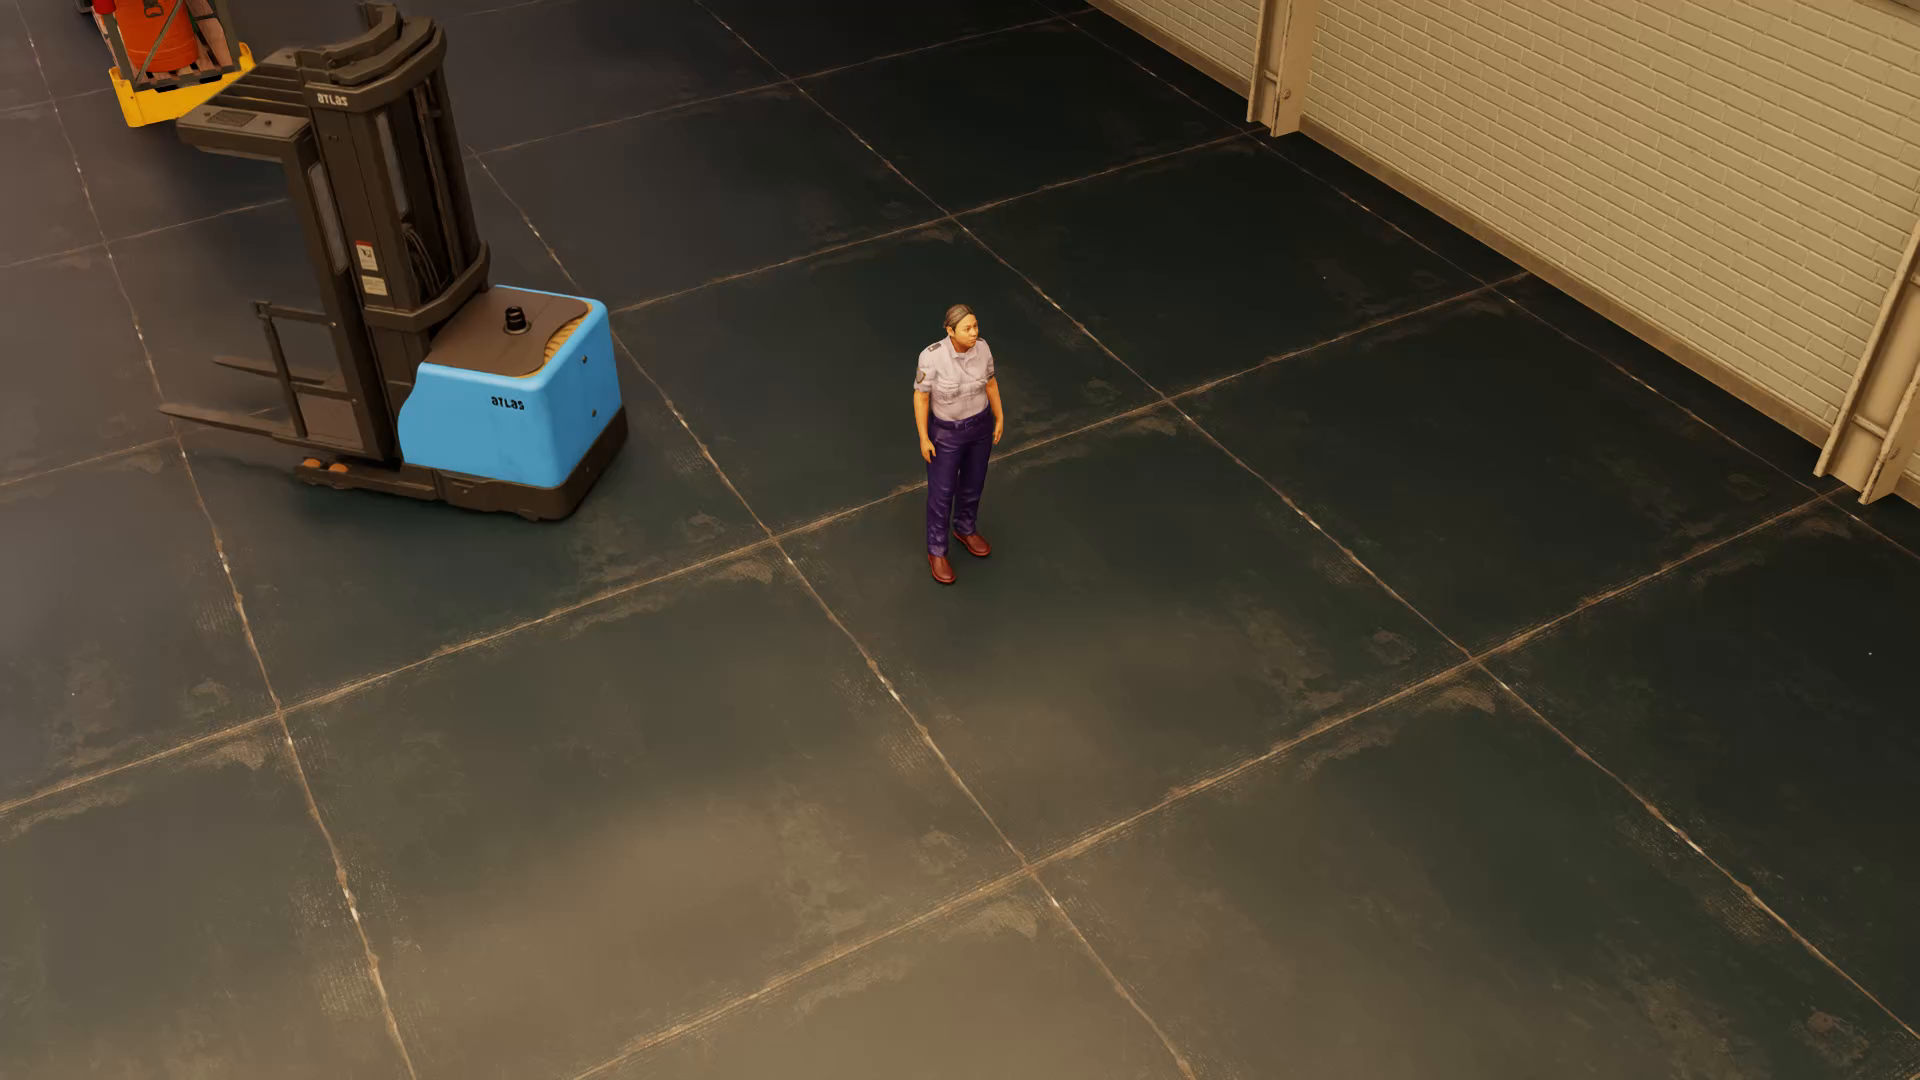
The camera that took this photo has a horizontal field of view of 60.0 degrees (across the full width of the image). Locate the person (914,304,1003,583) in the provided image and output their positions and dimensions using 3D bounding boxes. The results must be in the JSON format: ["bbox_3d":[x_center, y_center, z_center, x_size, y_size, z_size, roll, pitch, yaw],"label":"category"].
[{"bbox_3d":[0.025,-0.584,9.733,0.598,1.651,0.503,-20,44,-23],"label":"person"}]

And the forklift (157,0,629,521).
[{"bbox_3d":[-3.783,-1.768,10.168,3.031,2.935,1.130,10,41,12],"label":"forklift"}]
